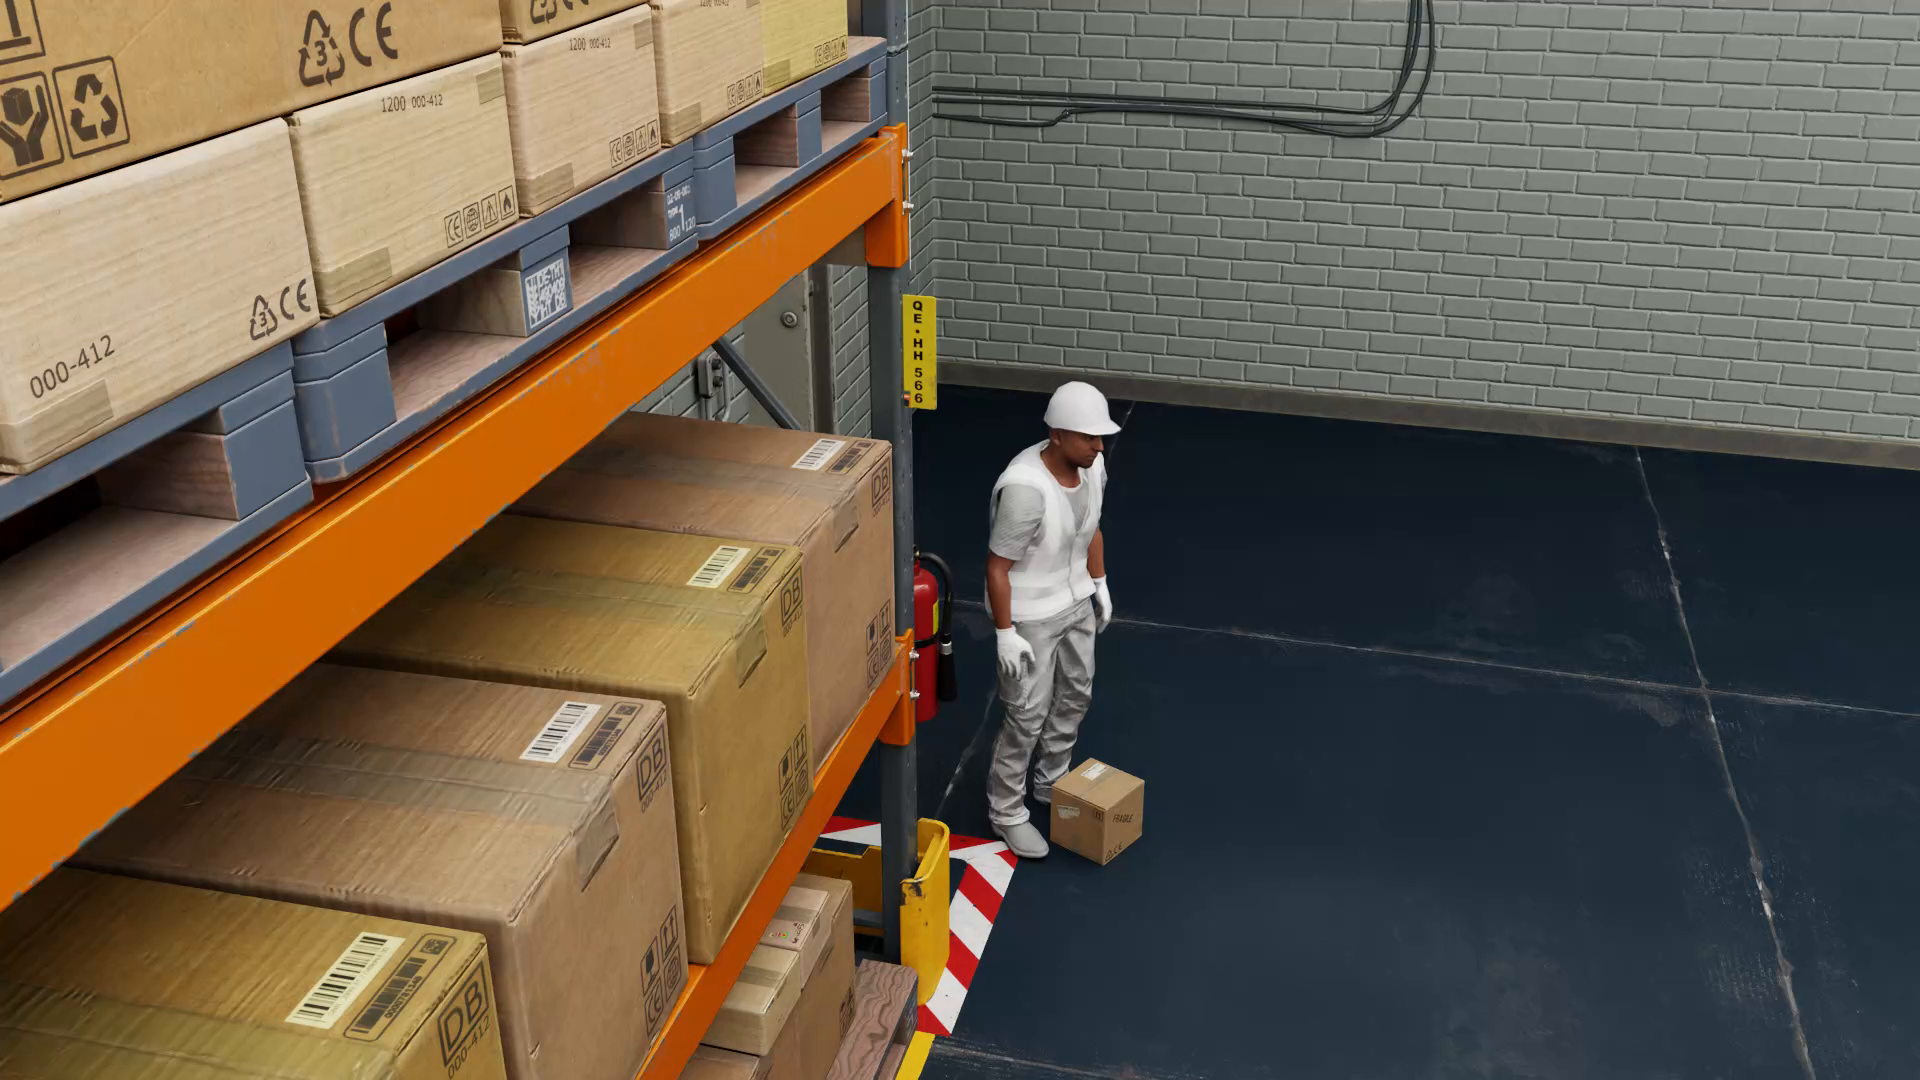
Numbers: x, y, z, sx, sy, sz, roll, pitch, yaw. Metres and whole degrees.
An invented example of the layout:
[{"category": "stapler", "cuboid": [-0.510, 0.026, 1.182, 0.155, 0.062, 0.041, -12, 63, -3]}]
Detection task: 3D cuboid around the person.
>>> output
[{"category": "person", "cuboid": [0.336, 0.265, 6.030, 0.454, 1.774, 0.622, 20, 32, 36]}]
